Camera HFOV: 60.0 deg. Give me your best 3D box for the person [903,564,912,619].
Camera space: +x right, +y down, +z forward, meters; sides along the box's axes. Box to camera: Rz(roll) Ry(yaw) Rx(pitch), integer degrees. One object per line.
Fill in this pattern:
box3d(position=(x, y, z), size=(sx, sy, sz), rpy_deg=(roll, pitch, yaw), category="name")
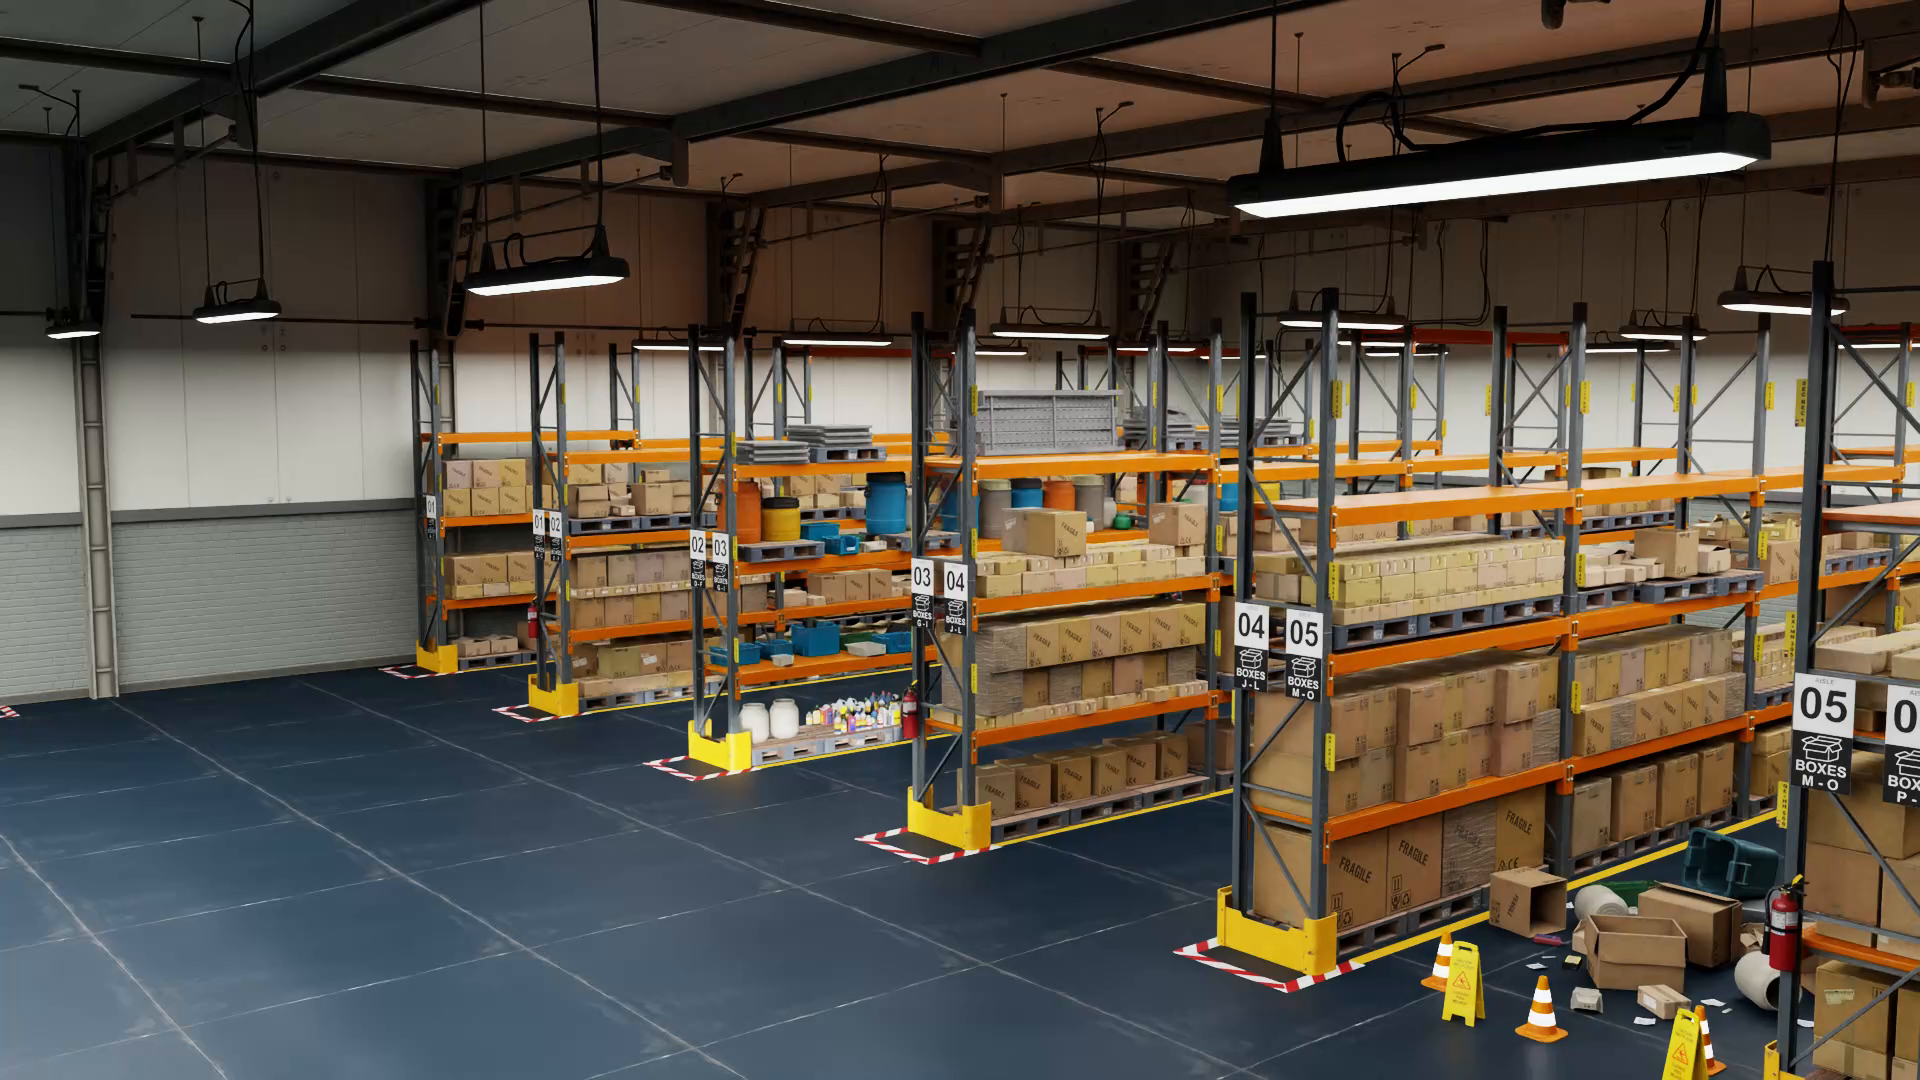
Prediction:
box3d(position=(-0.955, 1.286, 33.407), size=(0.460, 1.586, 0.442), rpy_deg=(-5, 7, -42), category="person")
